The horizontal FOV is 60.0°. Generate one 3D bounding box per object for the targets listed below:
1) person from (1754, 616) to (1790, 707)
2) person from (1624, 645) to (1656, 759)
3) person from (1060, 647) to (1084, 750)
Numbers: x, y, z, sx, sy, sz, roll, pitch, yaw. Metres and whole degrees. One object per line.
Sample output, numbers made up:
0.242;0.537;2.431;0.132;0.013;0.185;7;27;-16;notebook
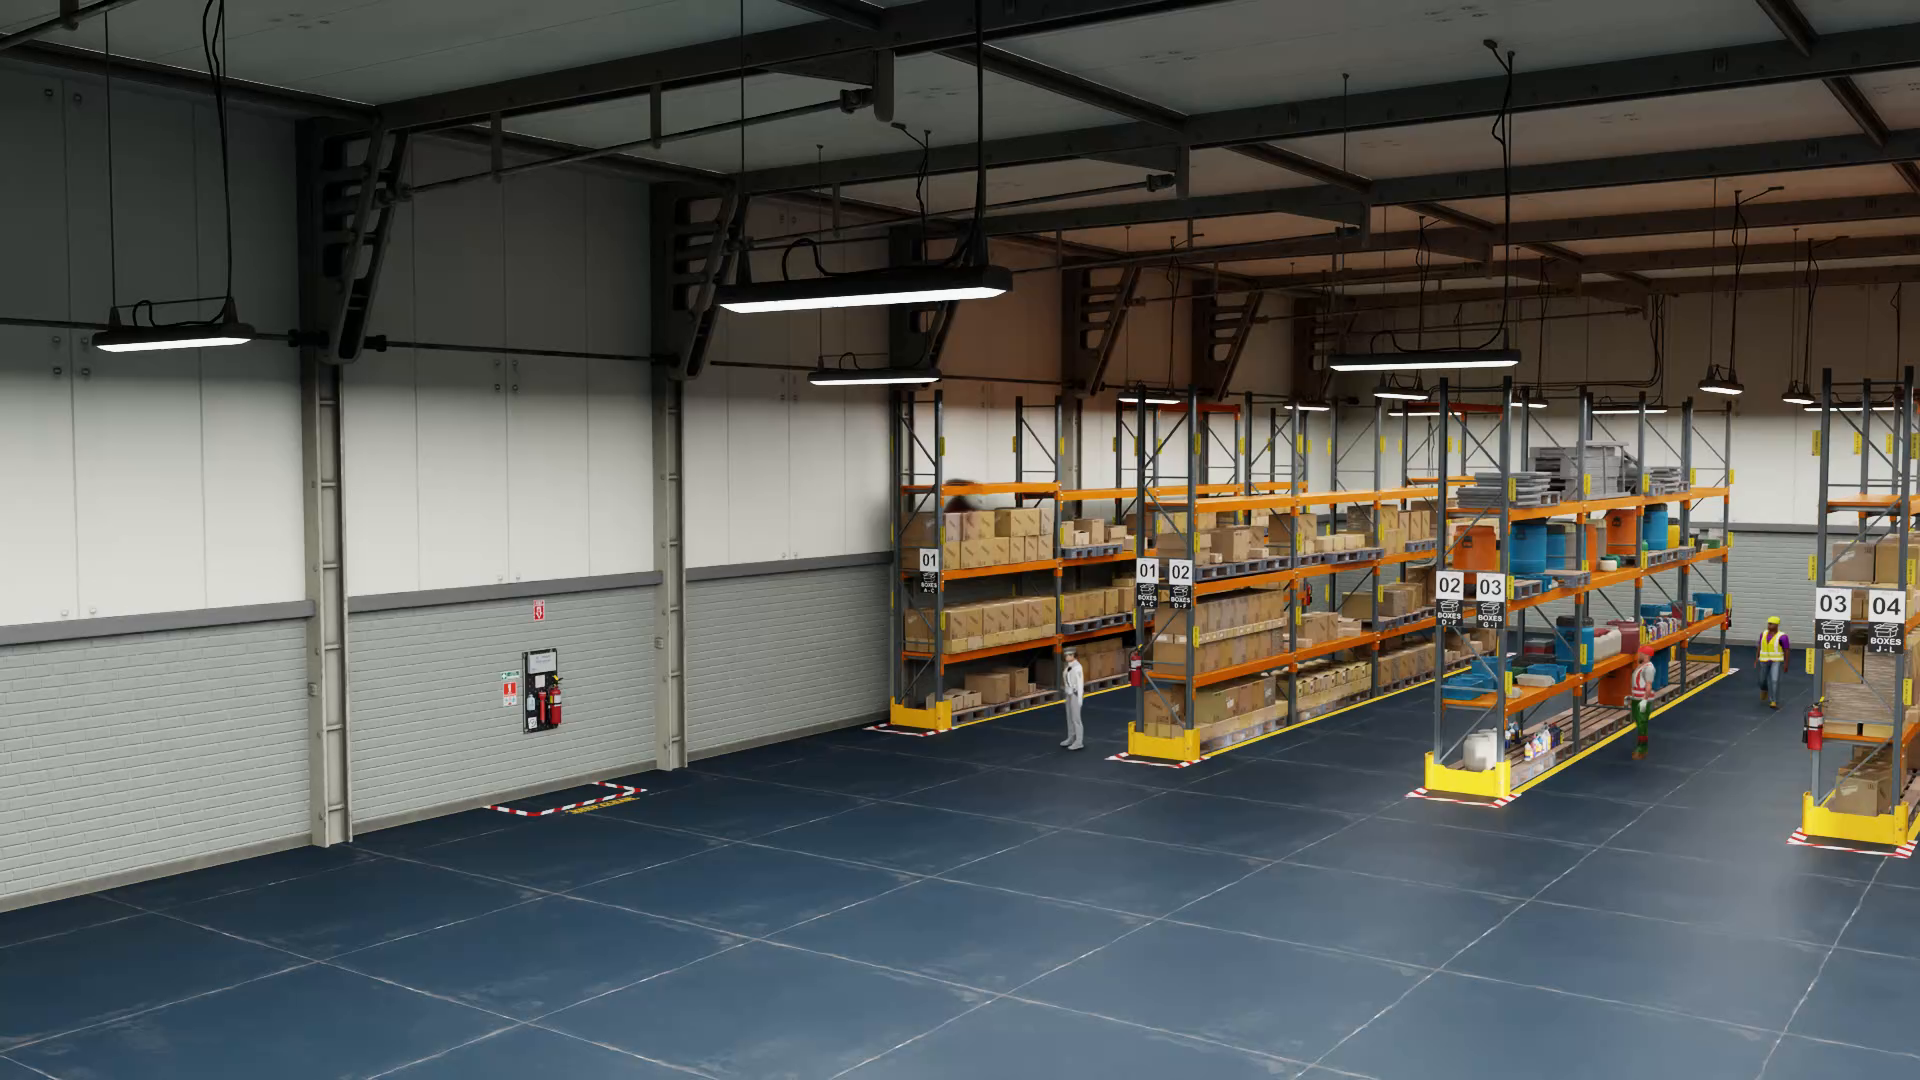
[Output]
15.654;2.327;32.055;0.617;1.722;0.856;2;4;32;person
10.957;2.612;26.808;0.511;1.831;0.569;-1;3;-11;person
1.878;2.610;27.658;0.361;1.669;0.571;-1;3;-13;person
